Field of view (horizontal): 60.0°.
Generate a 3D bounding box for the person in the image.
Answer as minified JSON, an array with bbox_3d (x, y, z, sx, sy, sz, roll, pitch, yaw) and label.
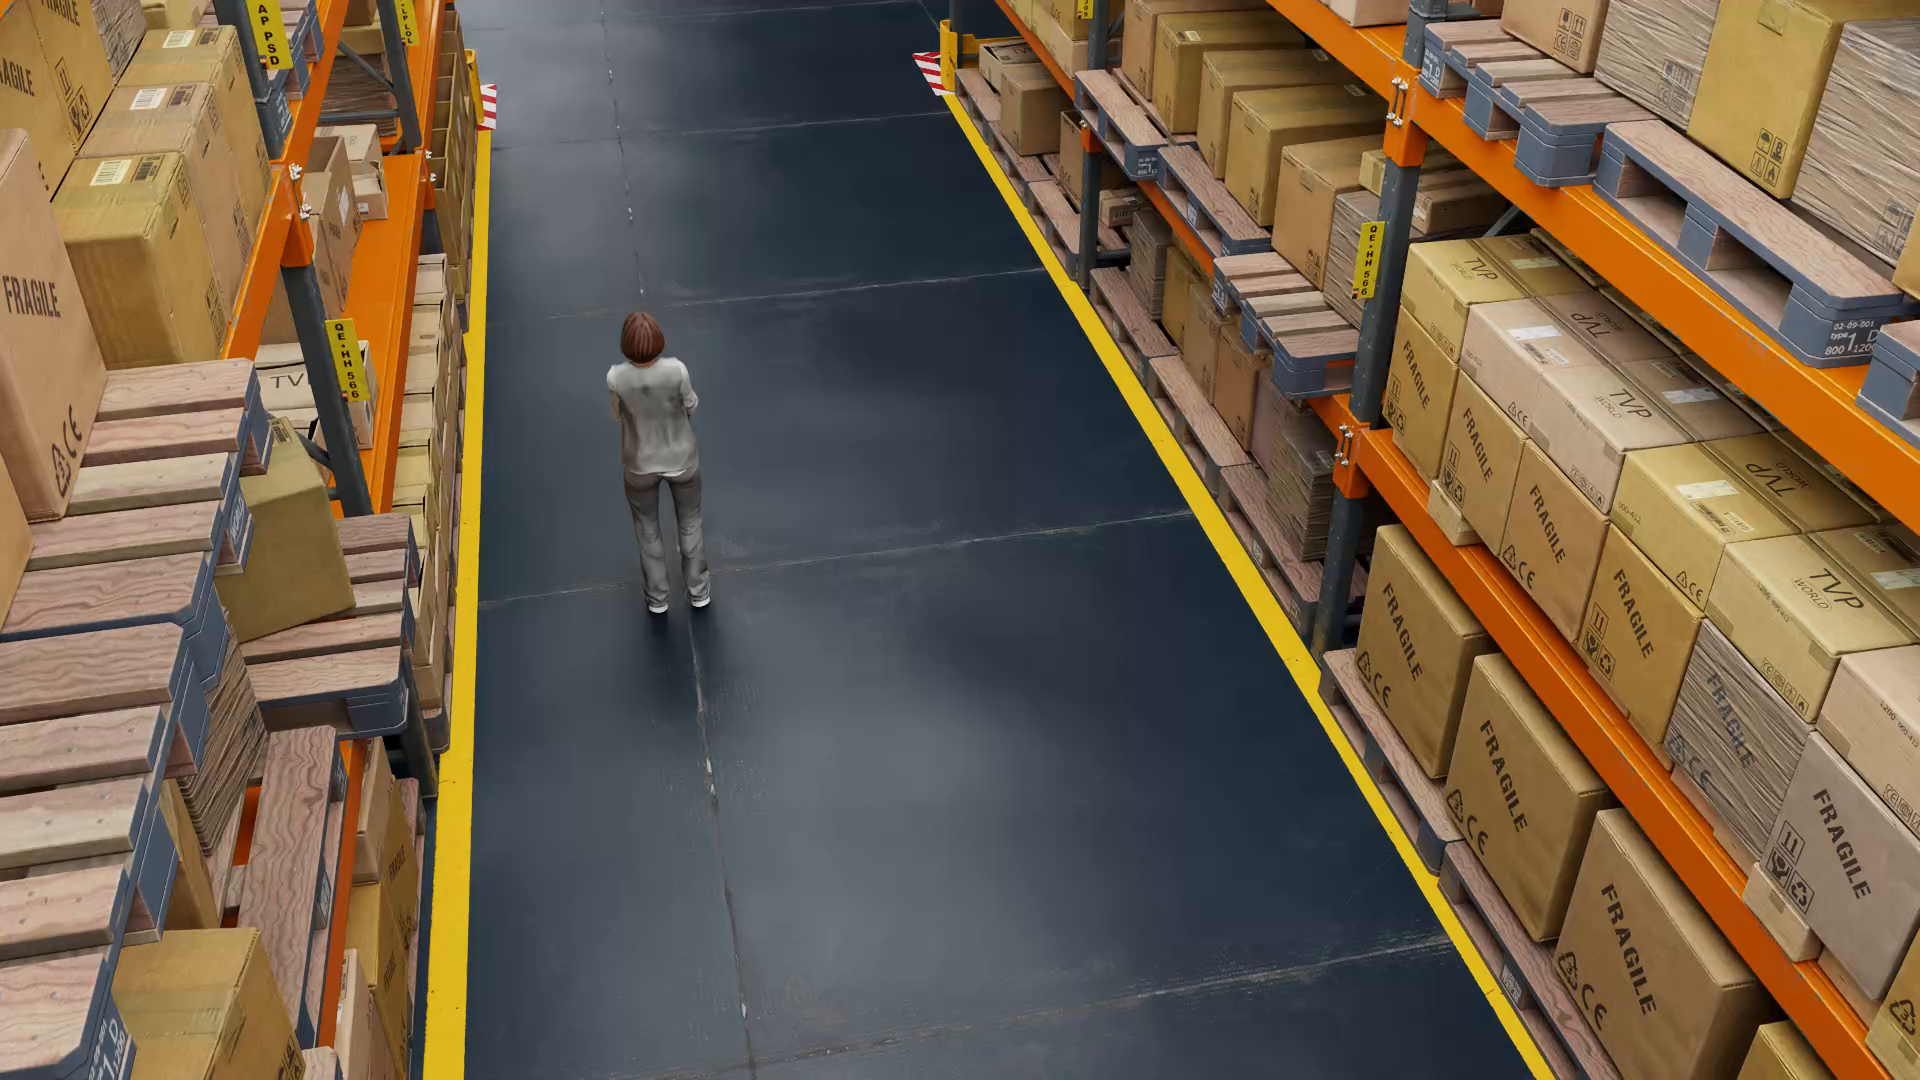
[{"bbox_3d":[-1.398,-0.403,7.738,0.404,1.591,0.490,-7,35,-9],"label":"person"}]
